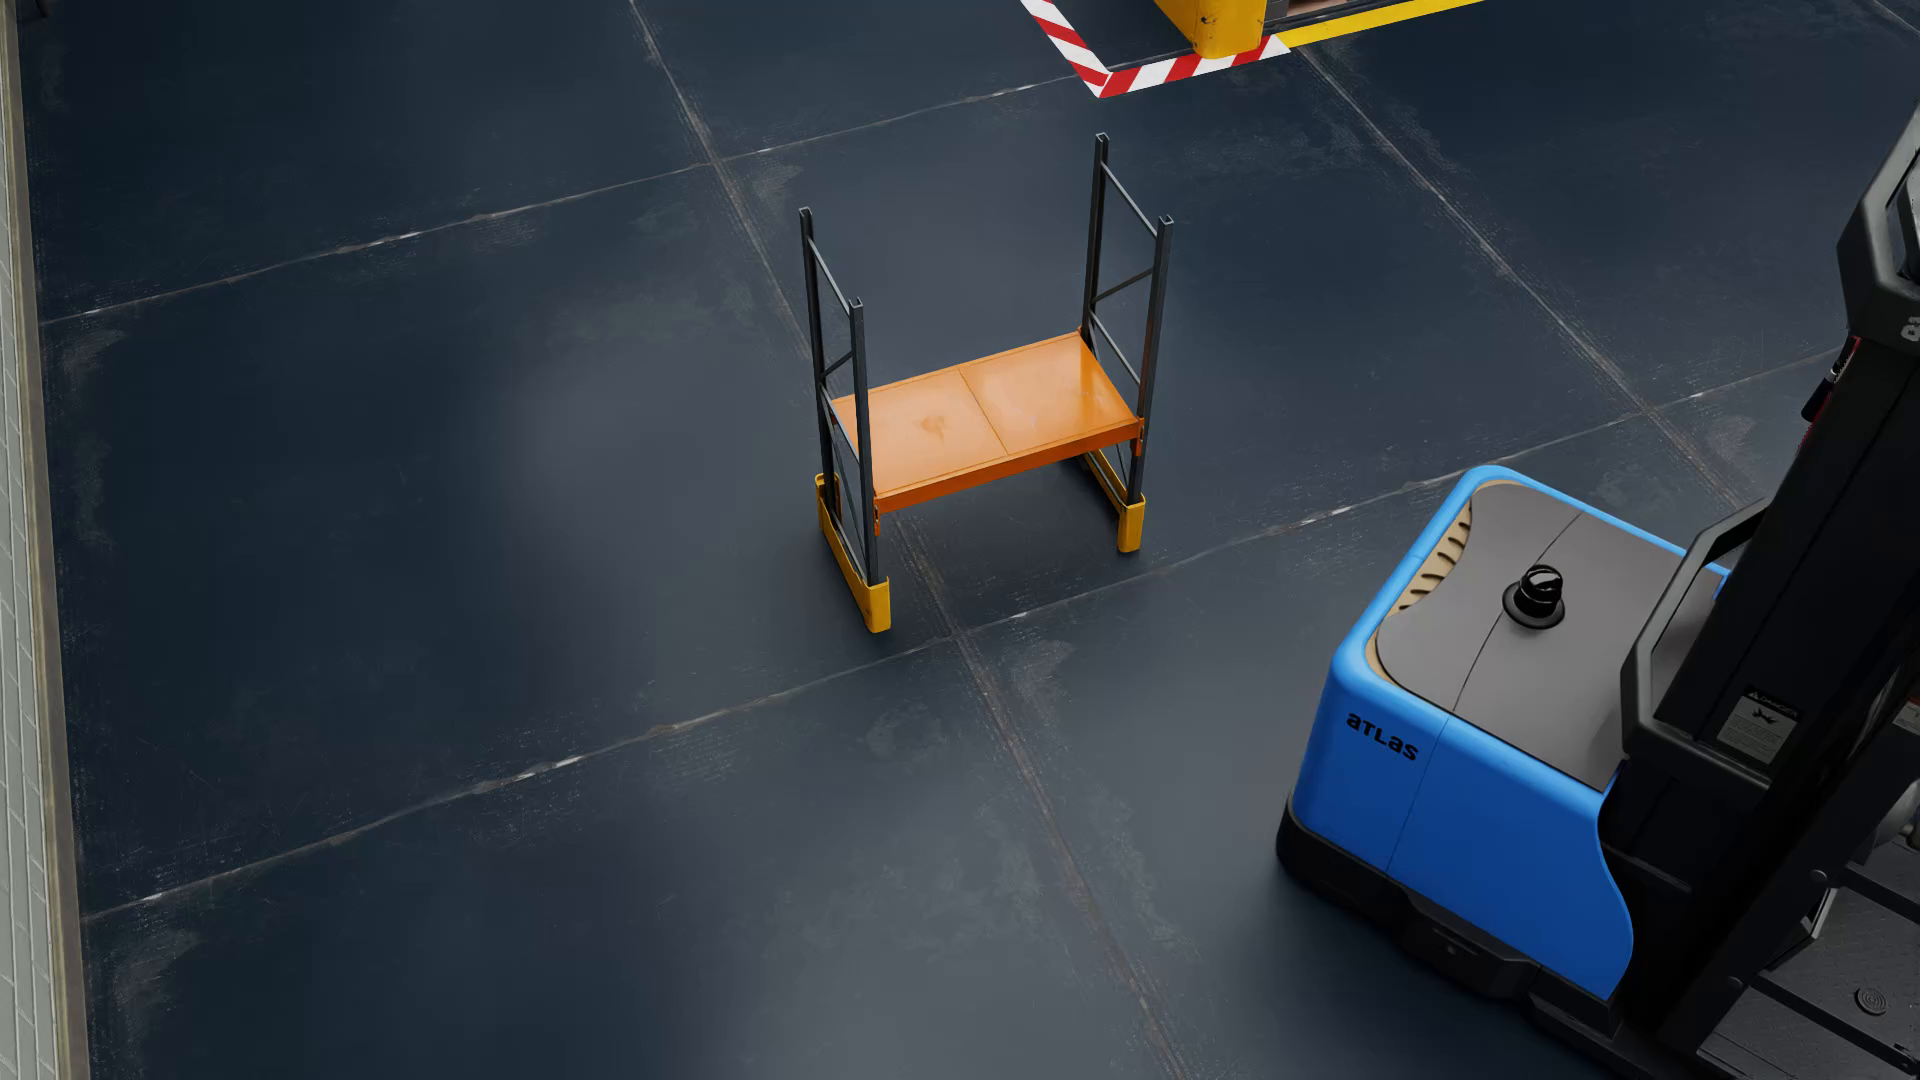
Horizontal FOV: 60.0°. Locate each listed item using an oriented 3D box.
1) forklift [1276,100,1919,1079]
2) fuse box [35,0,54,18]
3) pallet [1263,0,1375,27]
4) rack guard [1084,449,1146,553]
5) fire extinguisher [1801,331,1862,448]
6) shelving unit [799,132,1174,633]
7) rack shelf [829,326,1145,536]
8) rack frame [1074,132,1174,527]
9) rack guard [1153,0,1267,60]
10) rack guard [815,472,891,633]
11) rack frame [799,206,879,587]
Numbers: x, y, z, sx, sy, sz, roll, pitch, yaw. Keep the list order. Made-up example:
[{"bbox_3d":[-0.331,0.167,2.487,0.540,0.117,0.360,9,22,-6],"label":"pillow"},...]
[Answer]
[{"bbox_3d":[2.500,0.446,3.935,3.031,2.935,1.130,29,55,23],"label":"forklift"},{"bbox_3d":[-4.691,-3.294,7.951,0.414,1.711,0.539,-17,52,-14],"label":"fuse box"},{"bbox_3d":[1.891,-3.206,8.864,1.213,0.211,1.003,-17,52,-14],"label":"pallet"},{"bbox_3d":[0.532,-0.246,6.297,0.087,0.250,0.587,-17,52,-14],"label":"rack guard"},{"bbox_3d":[2.737,-0.488,4.989,0.183,0.674,0.296,-17,52,-14],"label":"fire extinguisher"},{"bbox_3d":[0.071,-0.511,5.700,1.083,1.500,0.587,-17,52,-14],"label":"shelving unit"},{"bbox_3d":[0.079,-0.396,5.838,1.000,0.185,0.538,-17,52,-14],"label":"rack shelf"},{"bbox_3d":[0.550,-0.659,5.827,0.032,1.500,0.500,-17,52,-14],"label":"rack frame"},{"bbox_3d":[1.158,-3.009,8.505,0.348,0.500,1.175,-17,52,-14],"label":"rack guard"},{"bbox_3d":[-0.390,0.040,6.051,0.087,0.250,0.587,-17,52,-14],"label":"rack guard"},{"bbox_3d":[-0.392,-0.367,5.577,0.032,1.500,0.500,-17,52,-14],"label":"rack frame"}]
